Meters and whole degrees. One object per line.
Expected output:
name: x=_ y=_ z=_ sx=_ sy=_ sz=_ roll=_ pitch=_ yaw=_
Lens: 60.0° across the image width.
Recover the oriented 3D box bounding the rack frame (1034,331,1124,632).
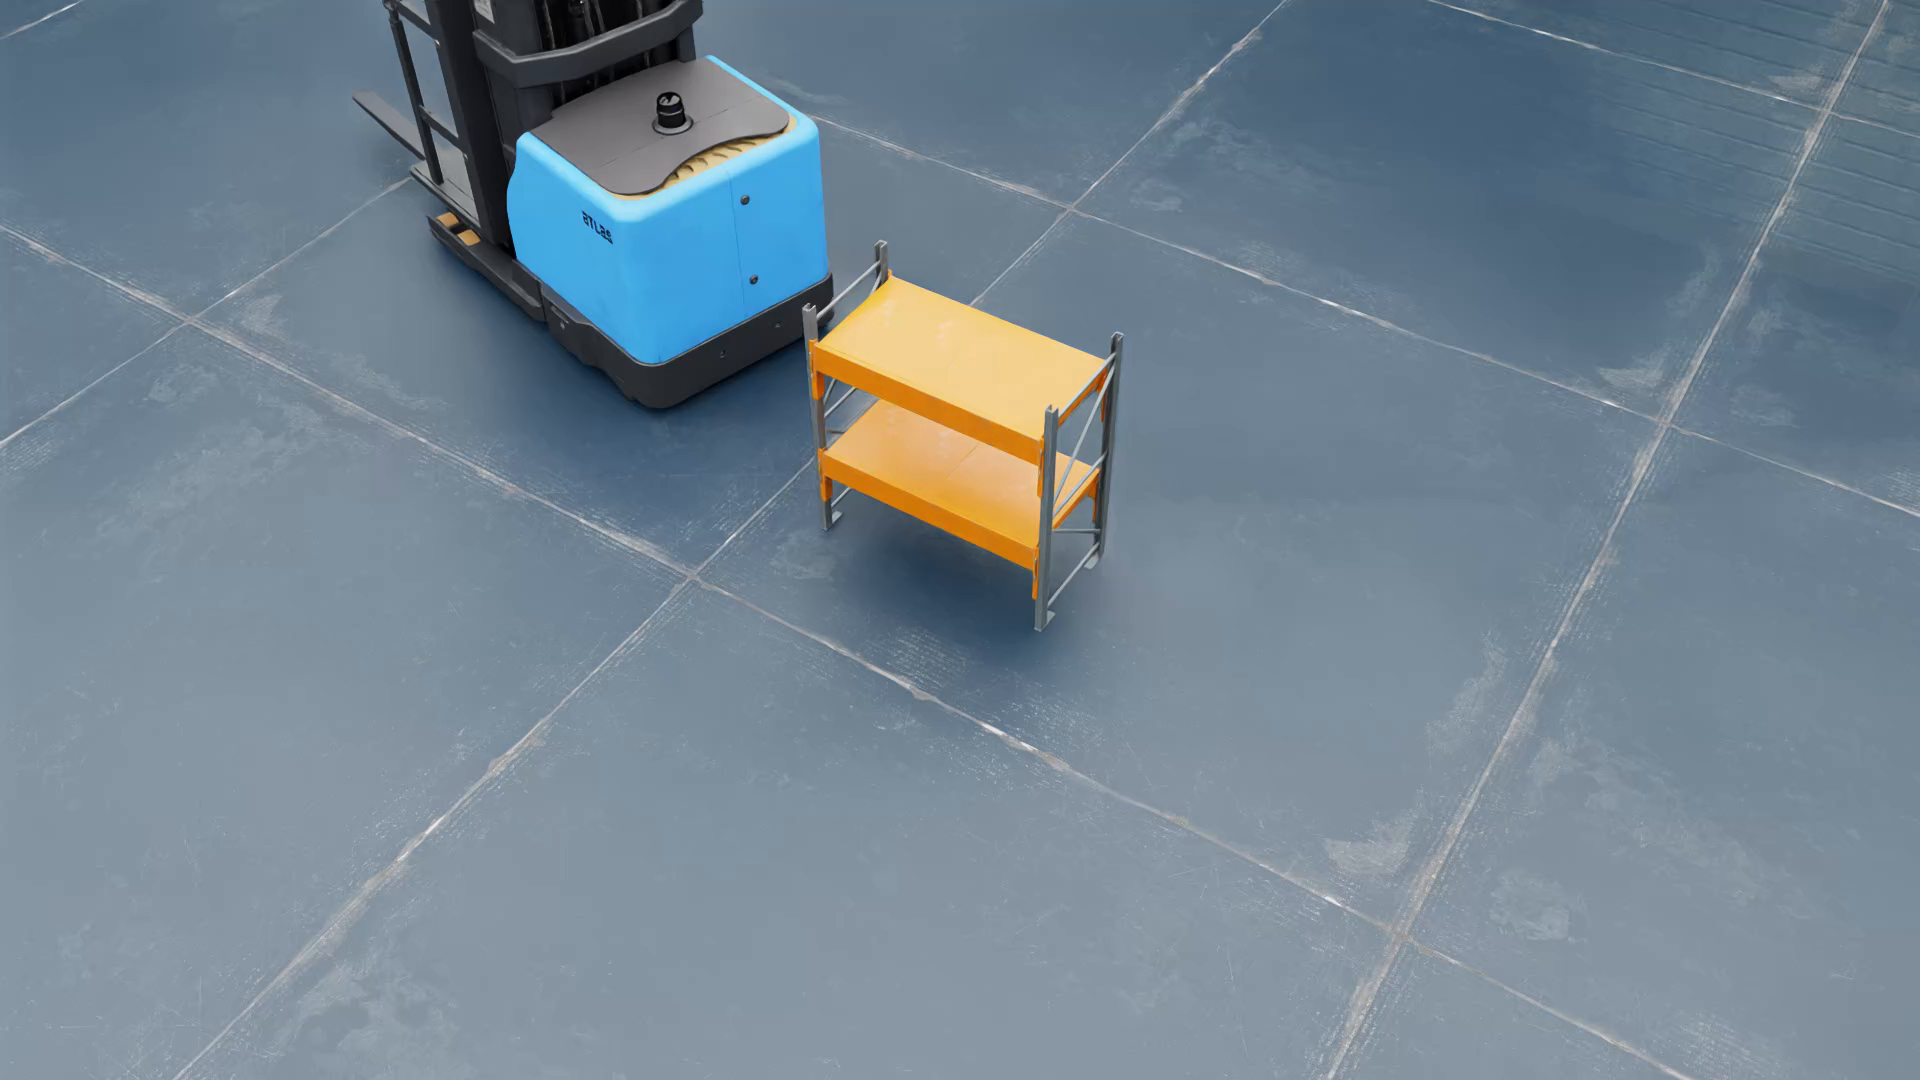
rack frame: x=0.434 y=-0.193 z=6.153 sx=0.032 sy=1.125 sz=0.500 roll=25 pitch=51 yaw=22

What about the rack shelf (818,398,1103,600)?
rack shelf: x=0.006 y=-0.219 z=6.519 sx=1.000 sy=0.278 sz=0.538 roll=25 pitch=51 yaw=22

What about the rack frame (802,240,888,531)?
rack frame: x=-0.422 y=-0.586 z=6.535 sx=0.032 sy=1.125 sz=0.500 roll=25 pitch=51 yaw=22

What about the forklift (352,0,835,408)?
forklift: x=-1.935 y=-2.568 z=7.202 sx=1.130 sy=2.935 sz=3.031 roll=-33 pitch=54 yaw=-28

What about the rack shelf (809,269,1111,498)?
rack shelf: x=0.006 y=-0.593 z=6.134 sx=1.000 sy=0.278 sz=0.538 roll=25 pitch=51 yaw=22

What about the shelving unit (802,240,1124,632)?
shelving unit: x=0.006 y=-0.389 z=6.344 sx=1.048 sy=1.125 sz=0.538 roll=25 pitch=51 yaw=22
